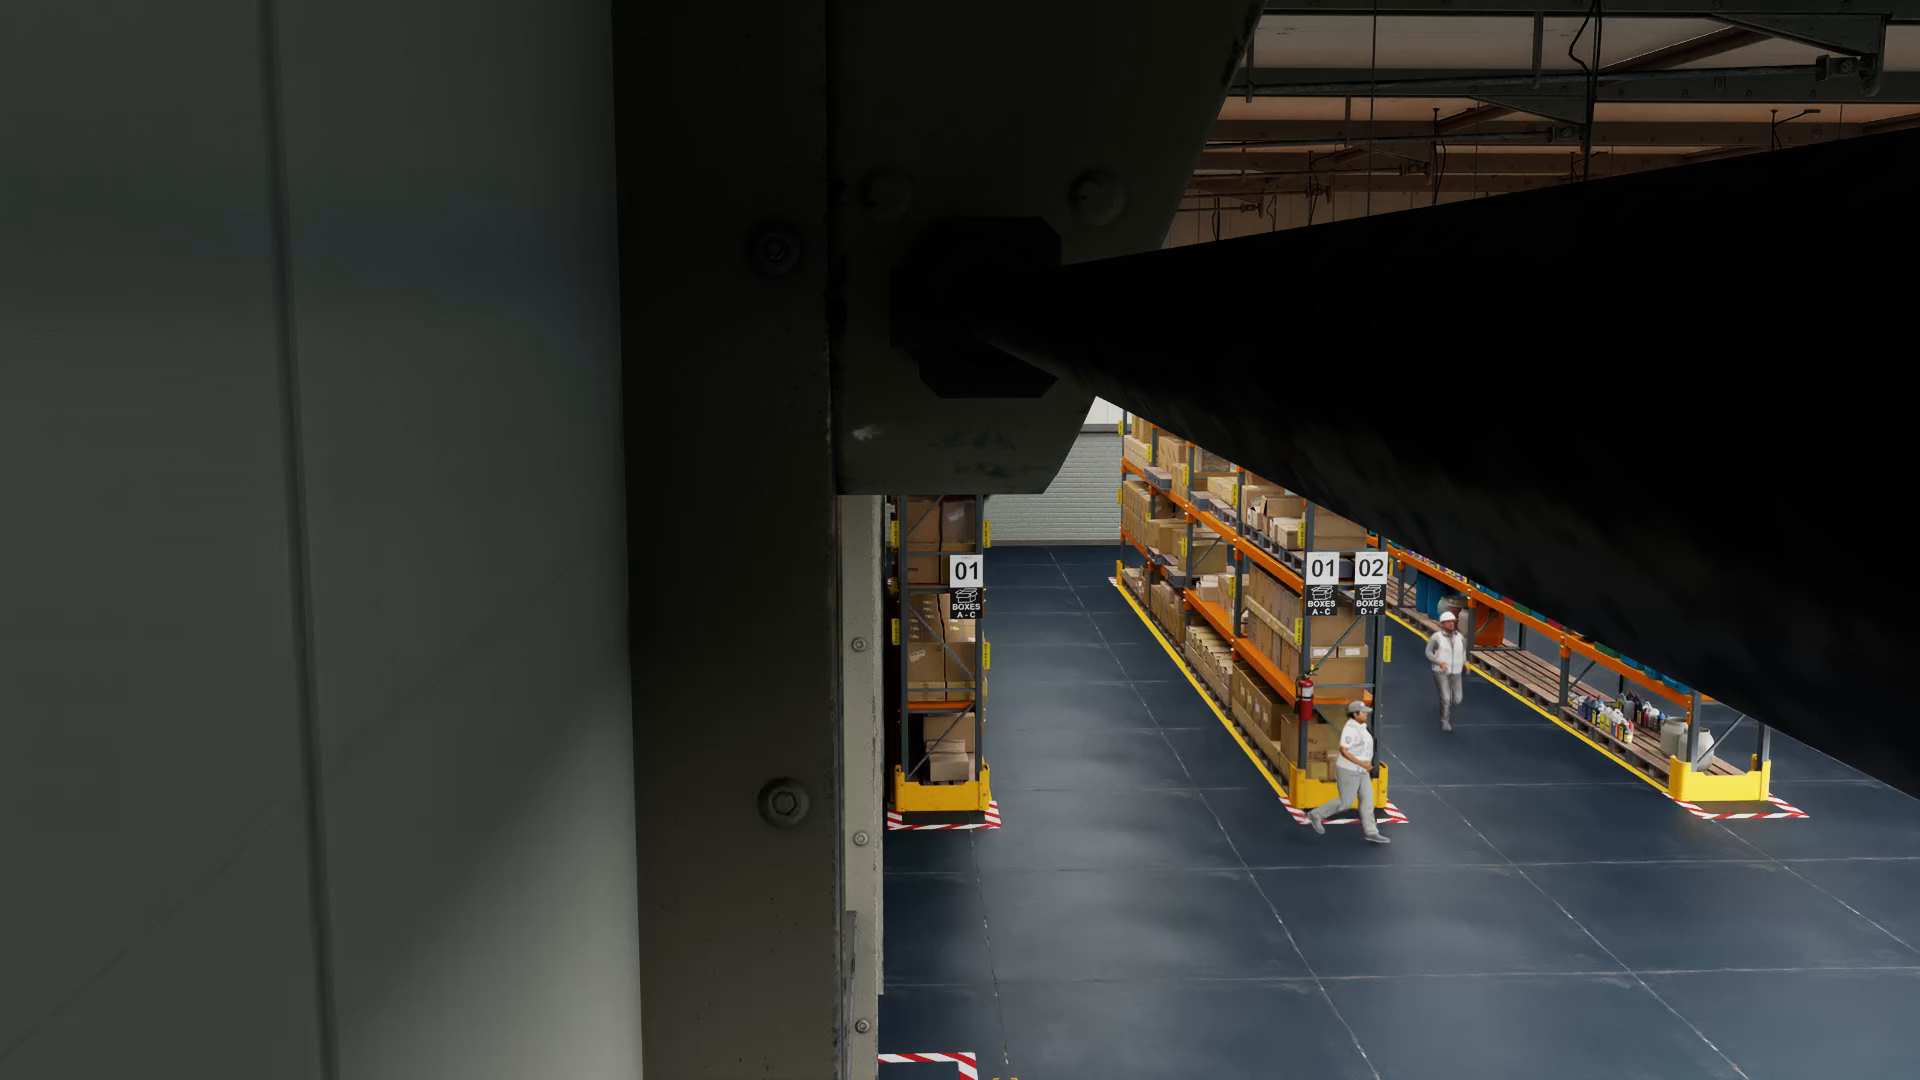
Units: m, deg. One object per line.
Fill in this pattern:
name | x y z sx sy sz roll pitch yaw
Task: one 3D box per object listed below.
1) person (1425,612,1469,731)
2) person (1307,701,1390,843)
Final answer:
person | 7.130 1.907 24.359 0.661 1.731 0.584 -1 8 -8
person | 4.561 2.665 19.309 0.947 1.639 0.618 5 10 29
